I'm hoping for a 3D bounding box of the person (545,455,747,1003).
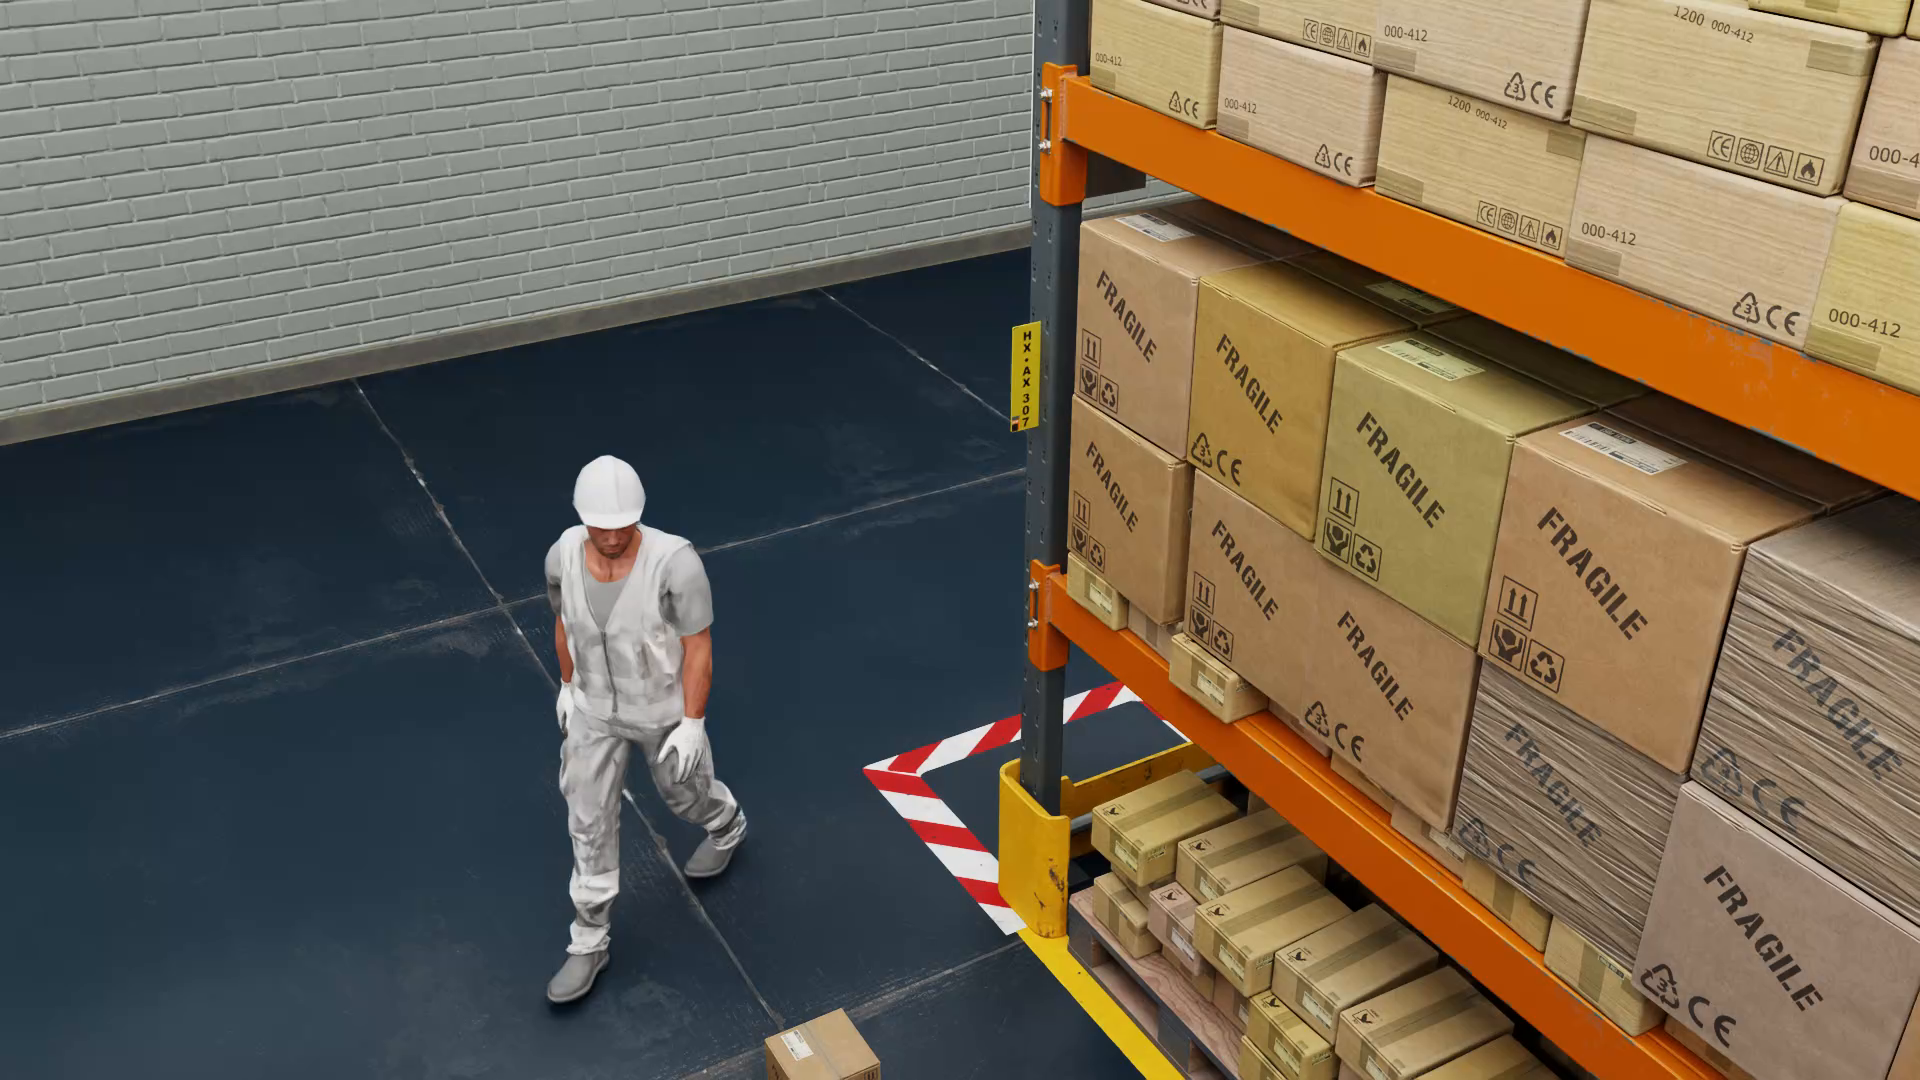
[{"bbox_3d":[-1.025,0.525,5.157,0.574,1.755,0.934,7,29,12],"label":"person"}]
